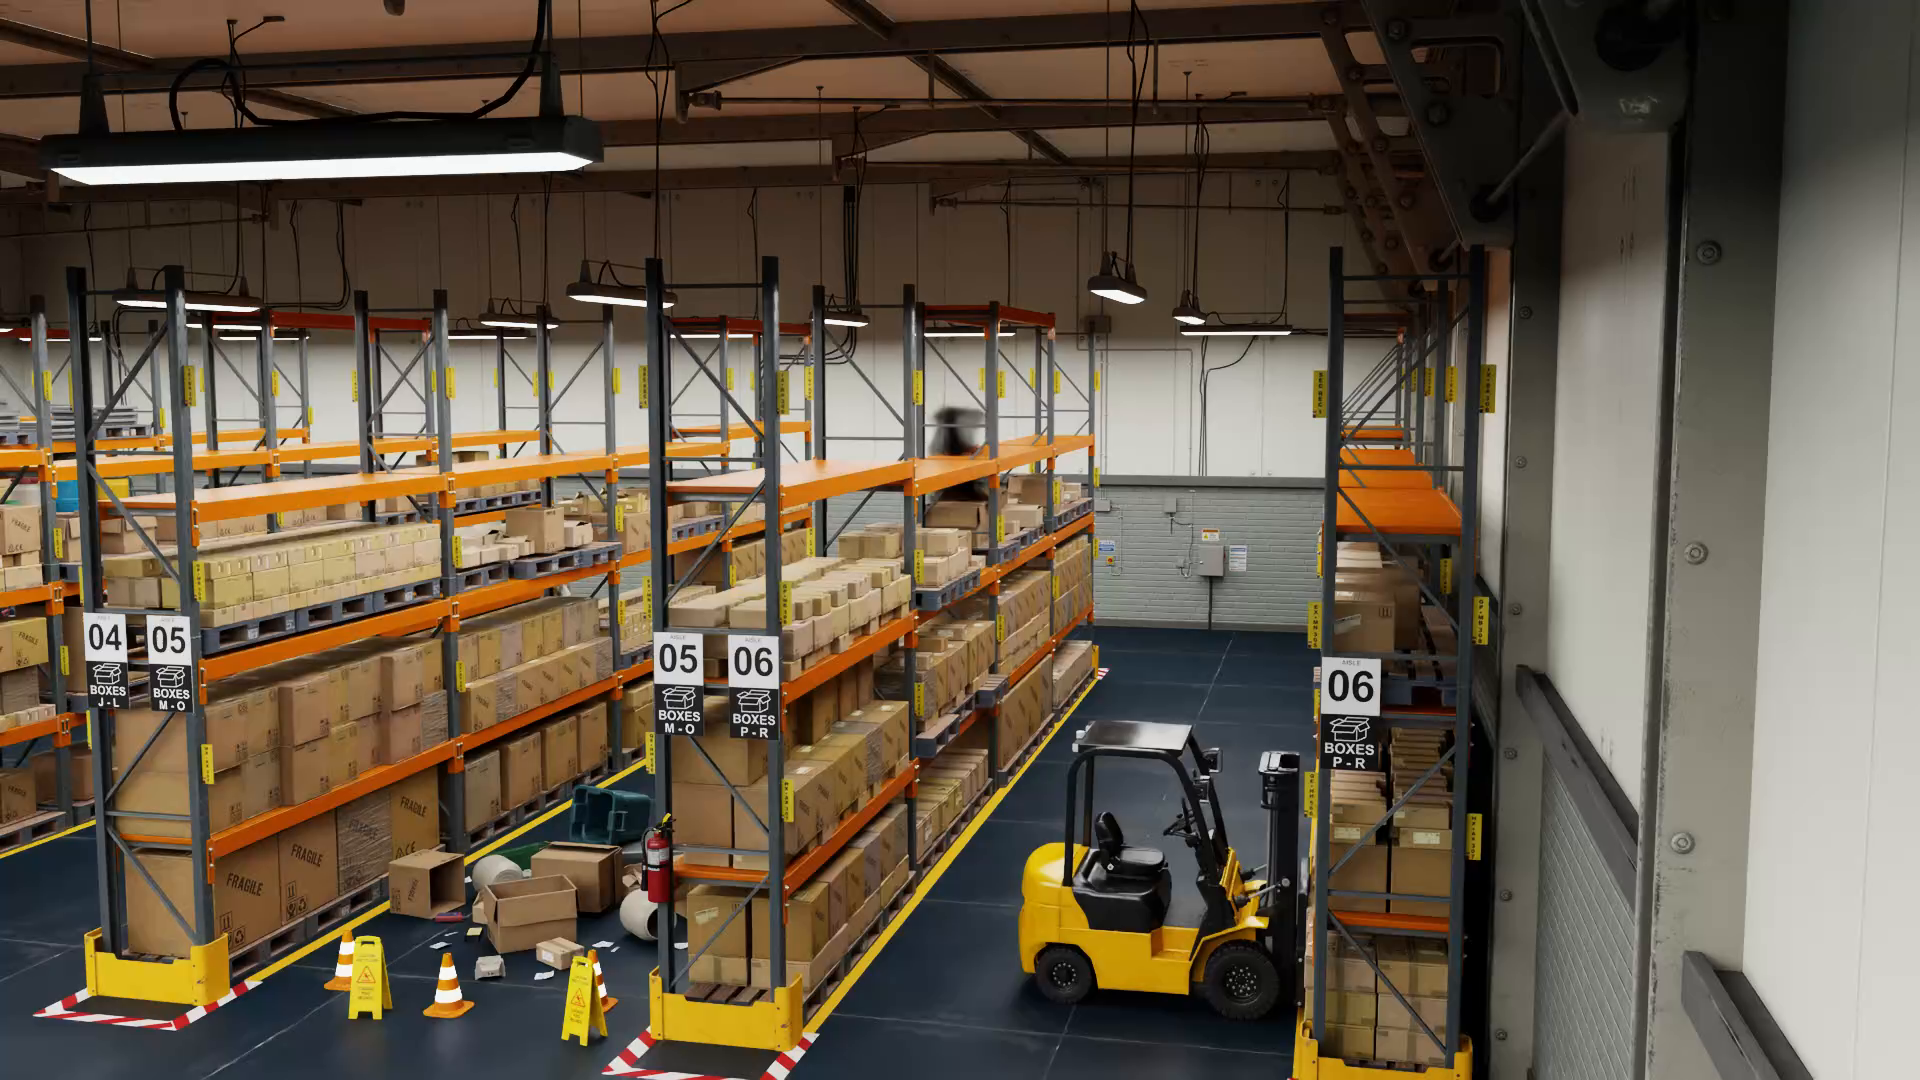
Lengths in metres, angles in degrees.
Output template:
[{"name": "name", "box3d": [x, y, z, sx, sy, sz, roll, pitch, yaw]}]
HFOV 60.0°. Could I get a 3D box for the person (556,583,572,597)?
[{"name": "person", "box3d": [-7.948, 1.012, 32.649, 0.838, 1.815, 0.683, 5, 8, 40]}]
